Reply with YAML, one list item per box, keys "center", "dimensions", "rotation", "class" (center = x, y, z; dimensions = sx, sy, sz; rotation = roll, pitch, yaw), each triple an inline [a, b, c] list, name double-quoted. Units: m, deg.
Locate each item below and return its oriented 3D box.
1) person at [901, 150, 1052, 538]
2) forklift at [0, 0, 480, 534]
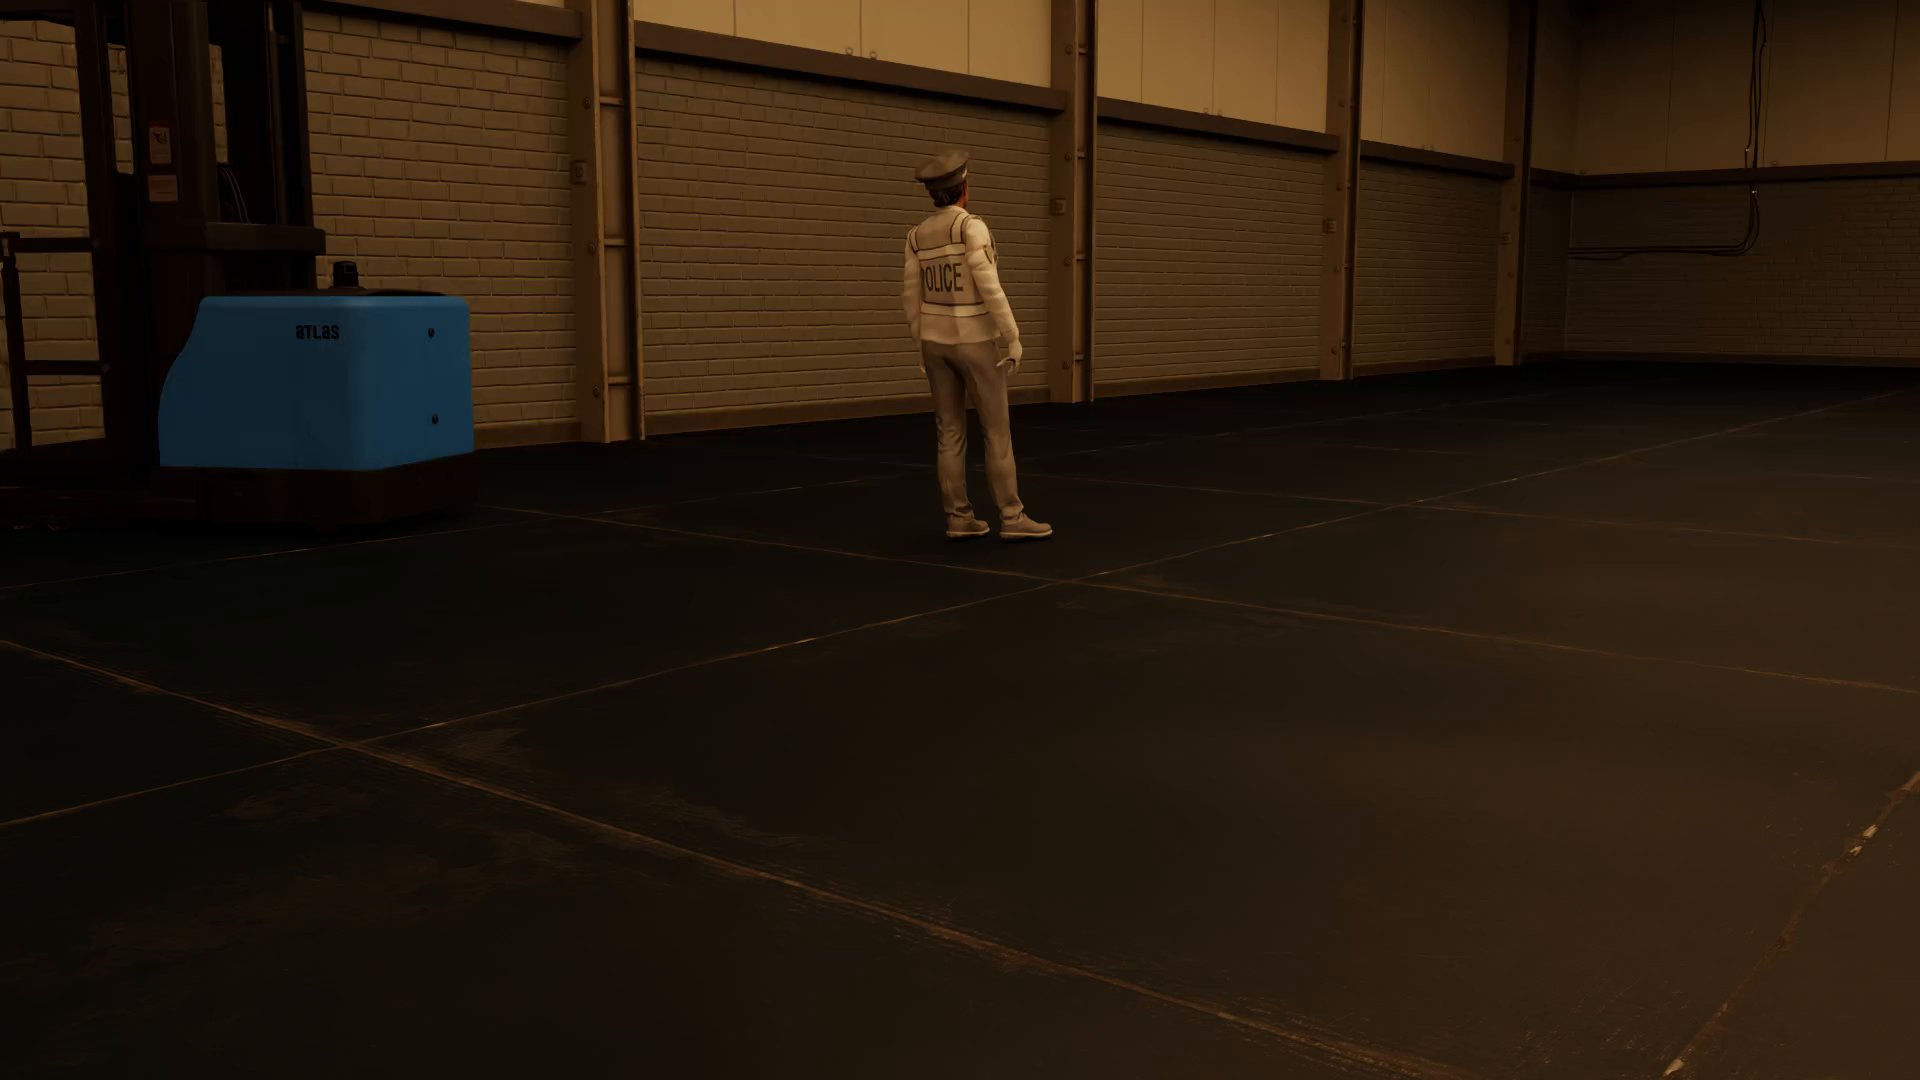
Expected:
- center: [0.048, -0.853, 7.330]
  dimensions: [0.586, 1.694, 0.532]
  rotation: [7, 11, 38]
  class: "person"
- center: [-3.964, -1.562, 7.954]
  dimensions: [3.031, 2.935, 1.130]
  rotation: [2, 9, 12]
  class: "forklift"
